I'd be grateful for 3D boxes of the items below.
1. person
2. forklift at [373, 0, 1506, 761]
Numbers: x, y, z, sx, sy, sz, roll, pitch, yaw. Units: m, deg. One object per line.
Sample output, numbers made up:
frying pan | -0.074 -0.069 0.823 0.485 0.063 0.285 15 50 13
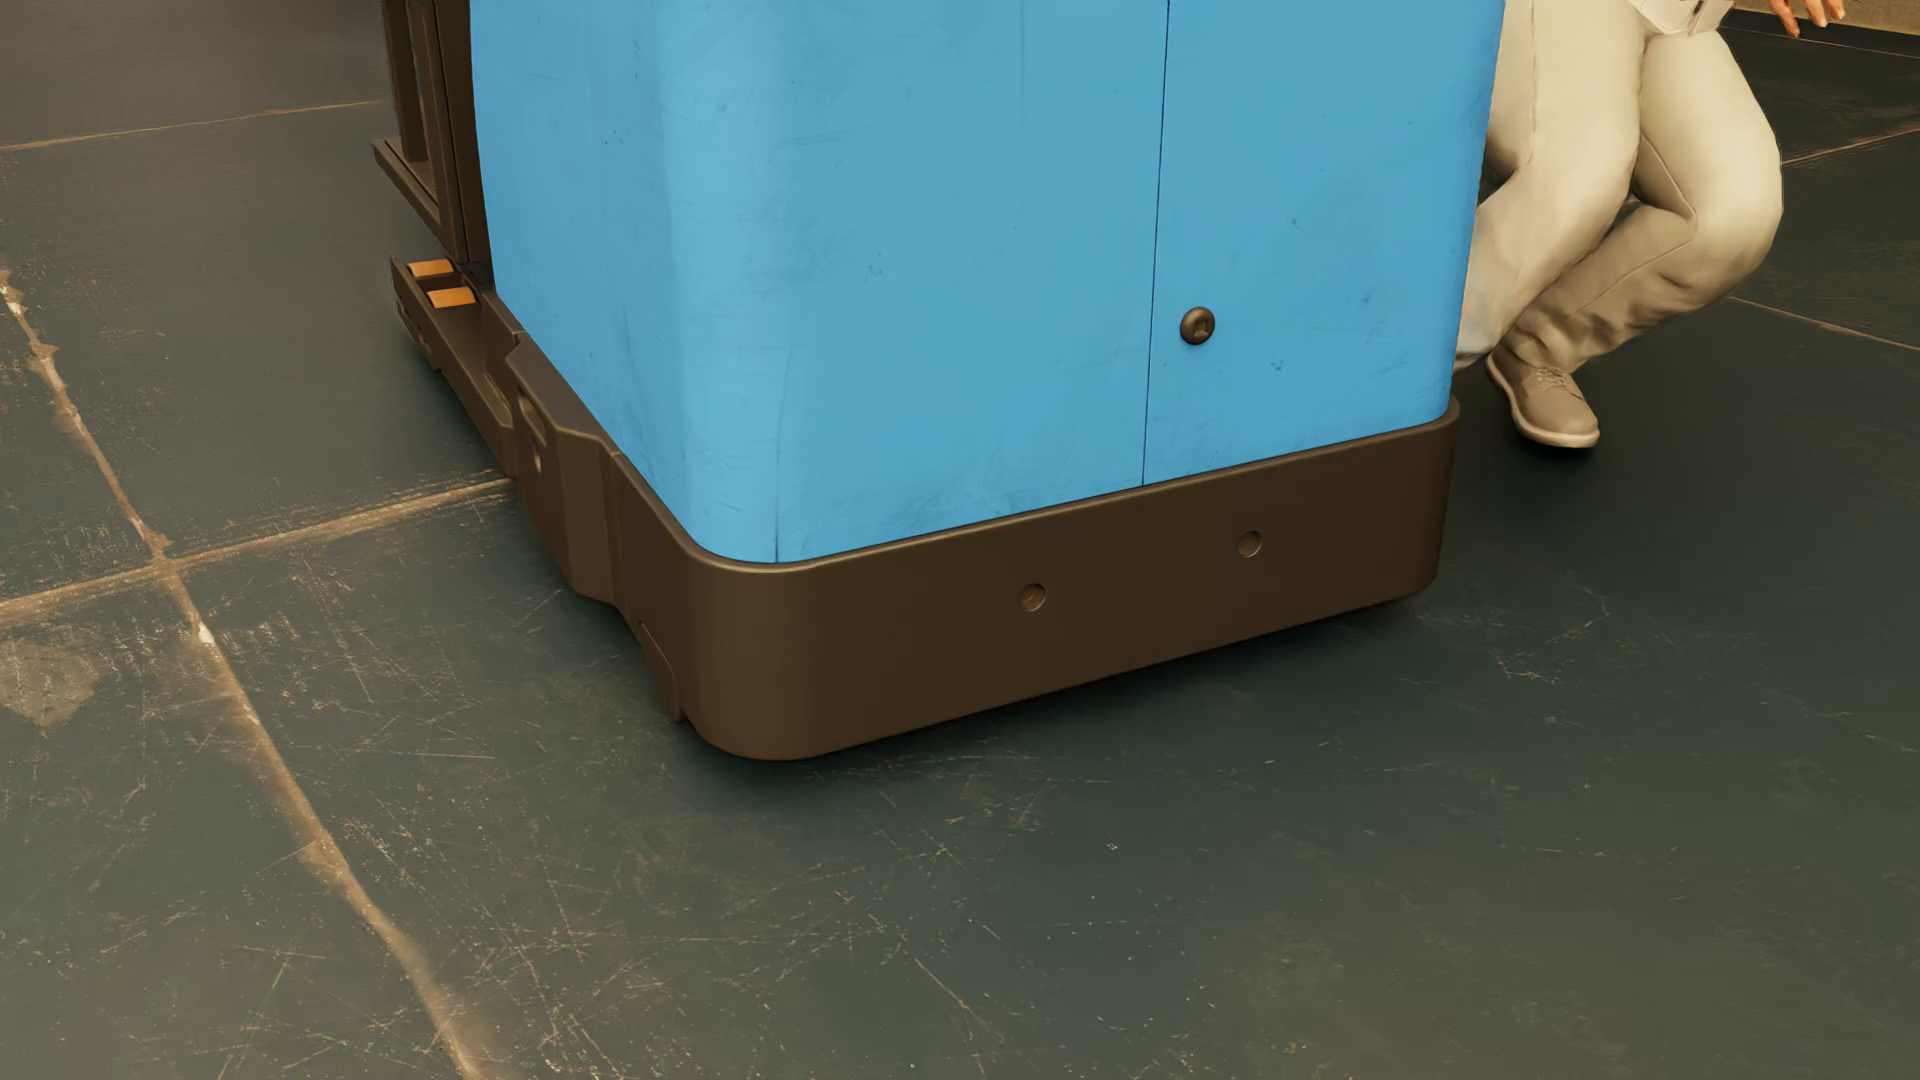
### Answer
person | 1.068 -0.787 2.395 1.440 1.467 0.881 -18 32 -31
forklift | -0.460 -1.695 2.611 1.130 2.935 3.031 -13 29 -24
